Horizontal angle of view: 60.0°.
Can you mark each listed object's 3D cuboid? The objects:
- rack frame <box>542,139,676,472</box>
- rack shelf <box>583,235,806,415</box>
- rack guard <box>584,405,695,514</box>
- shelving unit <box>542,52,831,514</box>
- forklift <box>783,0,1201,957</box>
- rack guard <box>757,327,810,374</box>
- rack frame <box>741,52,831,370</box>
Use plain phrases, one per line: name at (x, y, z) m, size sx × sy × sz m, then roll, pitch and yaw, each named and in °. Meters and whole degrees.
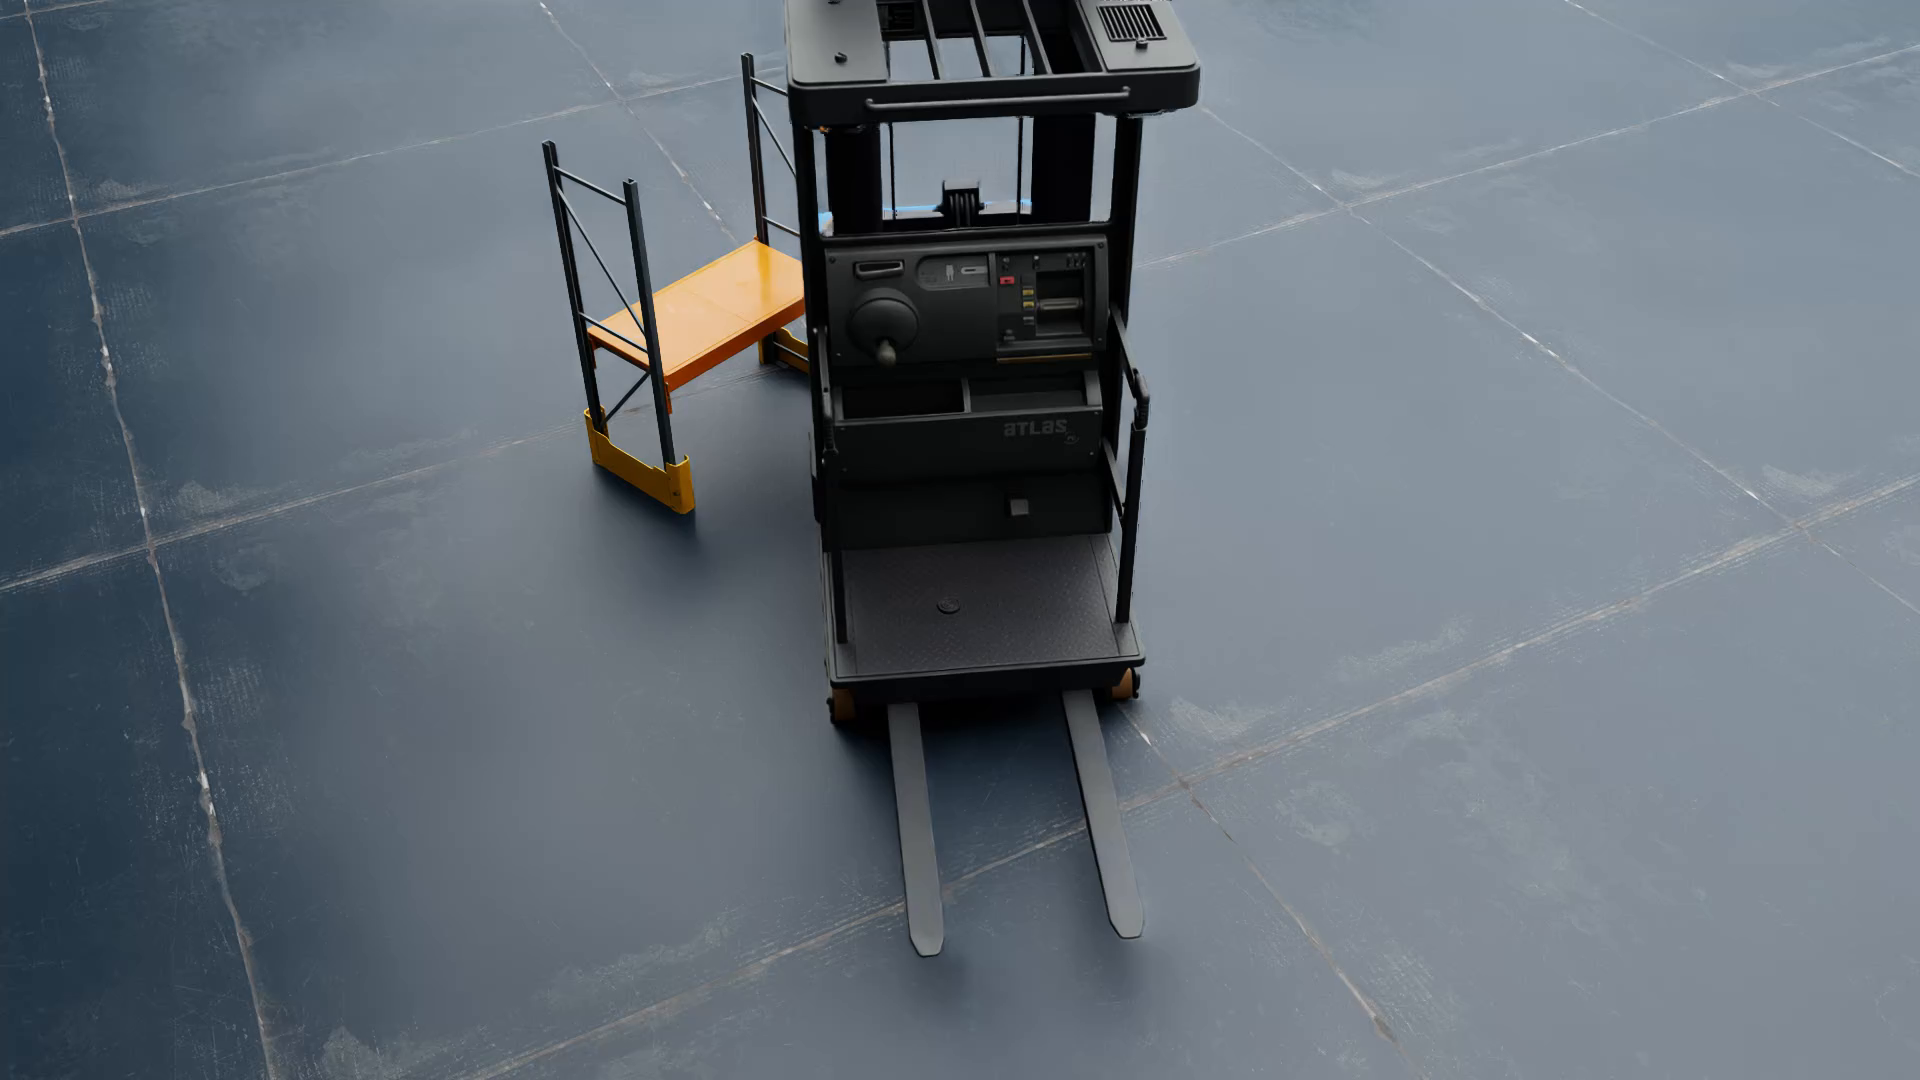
rack frame at (-1.355, -0.807, 6.543) m, size 0.500 × 1.500 × 0.032 m, roll 29°, pitch 48°, yaw 30°
rack shelf at (-1.024, -0.919, 6.954) m, size 0.538 × 0.185 × 1.000 m, roll 29°, pitch 48°, yaw 30°
rack guard at (-1.342, -0.340, 6.958) m, size 0.587 × 0.250 × 0.087 m, roll 29°, pitch 48°, yaw 30°
shelving unit at (-1.018, -1.061, 6.843) m, size 0.587 × 1.500 × 1.083 m, roll 29°, pitch 48°, yaw 30°
forklift at (0.052, -0.706, 5.315) m, size 1.130 × 2.935 × 3.031 m, roll -4°, pitch 40°, yaw -5°
rack guard at (-0.694, -0.828, 7.535) m, size 0.587 × 0.250 × 0.087 m, roll 29°, pitch 48°, yaw 30°
rack frame at (-0.693, -1.306, 7.132) m, size 0.500 × 1.500 × 0.032 m, roll 29°, pitch 48°, yaw 30°
